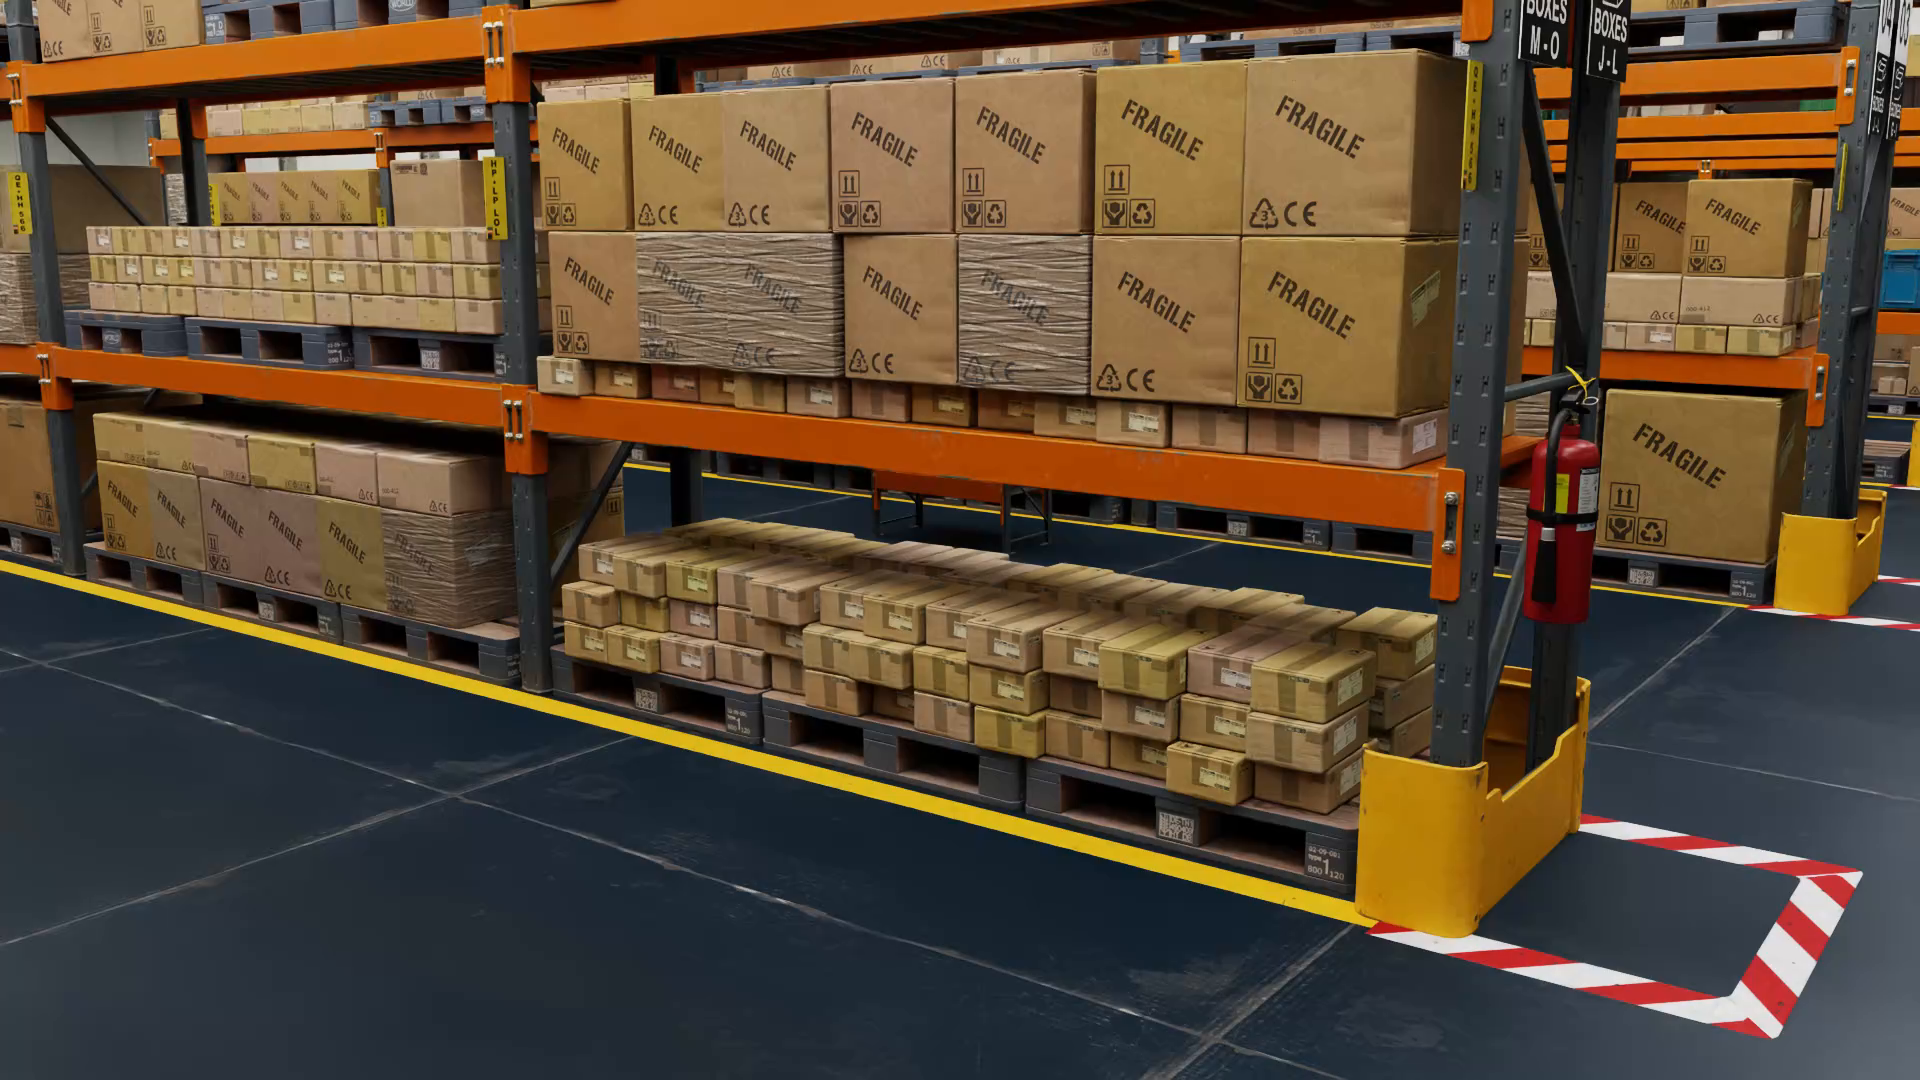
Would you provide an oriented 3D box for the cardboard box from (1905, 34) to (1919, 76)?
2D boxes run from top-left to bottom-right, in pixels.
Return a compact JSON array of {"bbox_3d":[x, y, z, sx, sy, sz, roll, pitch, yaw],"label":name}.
[{"bbox_3d":[9.790,-4.842,16.868,0.500,0.500,0.700,8,13,36],"label":"cardboard box"}]

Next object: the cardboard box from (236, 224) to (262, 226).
[{"bbox_3d":[-6.918,-3.016,17.176,0.500,0.500,0.875,8,13,36],"label":"cardboard box"}]

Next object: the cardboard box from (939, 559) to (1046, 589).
[{"bbox_3d":[0.129,0.191,6.478,0.250,0.149,0.380,8,14,36],"label":"cardboard box"}]

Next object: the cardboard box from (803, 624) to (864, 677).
[{"bbox_3d":[-0.375,0.387,6.251,0.250,0.149,0.380,8,13,35],"label":"cardboard box"}]

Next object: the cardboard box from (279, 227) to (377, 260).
[{"bbox_3d":[-3.031,-1.427,8.000,0.250,0.149,0.380,7,13,33],"label":"cardboard box"}]

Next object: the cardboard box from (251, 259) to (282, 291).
[{"bbox_3d":[-3.236,-1.310,8.175,0.250,0.149,0.380,9,14,38],"label":"cardboard box"}]

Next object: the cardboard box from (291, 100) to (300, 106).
[{"bbox_3d":[-6.222,-4.251,16.056,0.250,0.149,0.380,9,14,38],"label":"cardboard box"}]

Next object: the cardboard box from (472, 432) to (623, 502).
[{"bbox_3d":[-1.981,-0.361,8.000,0.500,0.250,0.500,7,13,33],"label":"cardboard box"}]

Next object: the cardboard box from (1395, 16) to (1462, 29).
[{"bbox_3d":[2.910,-3.195,9.618,0.500,0.500,0.700,9,14,38],"label":"cardboard box"}]

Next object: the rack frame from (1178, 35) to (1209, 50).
[{"bbox_3d":[3.823,-7.758,26.940,0.127,3.000,1.000,8,13,36],"label":"rack frame"}]

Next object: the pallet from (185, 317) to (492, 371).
[{"bbox_3d":[-3.146,-1.030,8.460,1.213,0.211,1.003,8,13,36],"label":"pallet"}]

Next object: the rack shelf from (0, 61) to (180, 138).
[{"bbox_3d":[-6.378,-2.685,10.506,4.000,0.370,1.077,8,13,36],"label":"rack shelf"}]

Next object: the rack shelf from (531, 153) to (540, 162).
[{"bbox_3d":[-3.653,-4.640,20.616,4.000,0.370,1.077,8,13,36],"label":"rack shelf"}]

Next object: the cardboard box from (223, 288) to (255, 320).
[{"bbox_3d":[-3.455,-1.193,8.355,0.250,0.149,0.380,8,14,36],"label":"cardboard box"}]

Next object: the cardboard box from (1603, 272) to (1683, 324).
[{"bbox_3d":[3.743,-1.332,9.130,0.500,0.250,0.500,8,13,35],"label":"cardboard box"}]

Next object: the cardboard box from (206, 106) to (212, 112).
[{"bbox_3d":[-7.506,-4.421,16.933,0.250,0.149,0.380,9,14,38],"label":"cardboard box"}]

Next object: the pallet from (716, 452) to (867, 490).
[{"bbox_3d":[-1.158,-0.619,13.173,1.213,0.211,1.003,8,13,36],"label":"pallet"}]

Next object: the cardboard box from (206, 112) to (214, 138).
[{"bbox_3d":[-7.542,-4.236,17.025,0.500,0.250,0.500,8,13,34],"label":"cardboard box"}]

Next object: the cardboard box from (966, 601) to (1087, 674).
[{"bbox_3d":[0.232,0.333,5.746,0.250,0.149,0.380,9,14,38],"label":"cardboard box"}]

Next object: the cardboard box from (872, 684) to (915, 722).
[{"bbox_3d":[-0.112,0.551,6.186,0.250,0.149,0.380,8,14,37],"label":"cardboard box"}]

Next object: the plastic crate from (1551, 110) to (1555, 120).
[{"bbox_3d":[5.330,-3.734,14.476,0.300,0.233,0.416,8,13,36],"label":"plastic crate"}]

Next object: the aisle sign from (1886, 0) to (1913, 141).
[{"bbox_3d":[4.935,-2.503,8.726,0.004,0.787,0.394,8,13,36],"label":"aisle sign"}]

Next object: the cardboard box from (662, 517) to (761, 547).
[{"bbox_3d":[-1.101,0.011,7.409,0.250,0.149,0.380,8,14,37],"label":"cardboard box"}]

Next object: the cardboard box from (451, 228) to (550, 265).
[{"bbox_3d":[-1.981,-1.281,7.242,0.250,0.149,0.380,9,14,38],"label":"cardboard box"}]

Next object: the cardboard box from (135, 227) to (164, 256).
[{"bbox_3d":[-4.095,-1.575,8.765,0.250,0.149,0.380,8,13,35],"label":"cardboard box"}]

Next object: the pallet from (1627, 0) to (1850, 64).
[{"bbox_3d":[4.095,-2.700,8.923,1.213,0.211,1.003,8,13,36],"label":"pallet"}]

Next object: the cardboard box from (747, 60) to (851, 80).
[{"bbox_3d":[-1.214,-3.760,12.794,0.637,0.503,0.797,9,14,39],"label":"cardboard box"}]

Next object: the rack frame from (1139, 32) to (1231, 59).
[{"bbox_3d":[1.476,-4.584,10.532,0.127,3.000,1.000,8,13,36],"label":"rack frame"}]

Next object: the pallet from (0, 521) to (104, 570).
[{"bbox_3d":[-5.357,-0.071,10.343,1.213,0.211,1.003,8,13,36],"label":"pallet"}]

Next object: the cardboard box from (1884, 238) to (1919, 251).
[{"bbox_3d":[9.624,-2.820,16.948,0.500,0.500,0.500,8,14,36],"label":"cardboard box"}]

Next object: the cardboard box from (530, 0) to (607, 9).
[{"bbox_3d":[-1.325,-2.197,6.487,0.500,0.250,0.500,9,14,38],"label":"cardboard box"}]

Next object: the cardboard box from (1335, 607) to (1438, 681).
[{"bbox_3d":[1.461,0.350,5.659,0.250,0.149,0.380,7,13,33],"label":"cardboard box"}]

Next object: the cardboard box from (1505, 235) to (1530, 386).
[{"bbox_3d":[1.484,-0.729,5.353,0.500,0.500,0.500,9,14,38],"label":"cardboard box"}]

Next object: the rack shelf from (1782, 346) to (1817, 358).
[{"bbox_3d":[3.088,-1.156,9.989,3.809,0.124,0.919,8,13,36],"label":"rack shelf"}]

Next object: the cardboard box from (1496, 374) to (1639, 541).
[{"bbox_3d":[3.403,-0.514,9.776,0.875,0.875,0.875,8,13,36],"label":"cardboard box"}]

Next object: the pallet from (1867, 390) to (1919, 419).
[{"bbox_3d":[9.862,-1.434,17.386,1.213,0.211,1.003,8,13,36],"label":"pallet"}]

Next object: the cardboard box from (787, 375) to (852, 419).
[{"bbox_3d":[-0.417,-0.545,6.109,0.250,0.149,0.380,9,14,38],"label":"cardboard box"}]

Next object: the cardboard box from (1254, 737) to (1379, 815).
[{"bbox_3d":[1.135,0.725,5.283,0.250,0.149,0.380,8,14,36],"label":"cardboard box"}]

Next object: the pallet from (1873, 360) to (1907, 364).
[{"bbox_3d":[11.825,-2.310,21.913,1.213,0.211,1.003,8,13,36],"label":"pallet"}]

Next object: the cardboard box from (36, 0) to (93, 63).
[{"bbox_3d":[-4.463,-2.757,8.723,0.500,0.500,0.500,8,13,36],"label":"cardboard box"}]

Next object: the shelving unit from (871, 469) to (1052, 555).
[{"bbox_3d":[0.005,-0.552,10.419,1.048,1.125,0.538,8,13,36],"label":"shelving unit"}]

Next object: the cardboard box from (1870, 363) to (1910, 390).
[{"bbox_3d":[9.893,-1.732,17.664,0.500,0.250,0.500,8,13,36],"label":"cardboard box"}]

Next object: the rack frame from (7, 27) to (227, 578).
[{"bbox_3d":[-4.766,-1.340,9.560,0.127,3.000,1.000,8,13,36],"label":"rack frame"}]

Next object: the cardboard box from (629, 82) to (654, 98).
[{"bbox_3d":[-2.277,-3.503,13.238,0.500,0.250,0.500,8,14,36],"label":"cardboard box"}]

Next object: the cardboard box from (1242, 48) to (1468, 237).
[{"bbox_3d":[1.166,-1.140,4.847,0.500,0.500,0.500,8,13,34],"label":"cardboard box"}]

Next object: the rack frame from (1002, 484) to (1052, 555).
[{"bbox_3d":[0.415,-0.494,10.124,0.032,1.125,0.500,8,13,36],"label":"rack frame"}]

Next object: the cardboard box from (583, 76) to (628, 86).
[{"bbox_3d":[-2.701,-3.927,13.453,0.500,0.500,0.500,8,13,35],"label":"cardboard box"}]

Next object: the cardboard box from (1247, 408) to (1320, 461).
[{"bbox_3d":[1.074,-0.345,5.075,0.250,0.149,0.380,8,13,35],"label":"cardboard box"}]

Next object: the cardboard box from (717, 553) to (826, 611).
[{"bbox_3d":[-0.743,0.168,6.597,0.250,0.149,0.380,8,13,34],"label":"cardboard box"}]

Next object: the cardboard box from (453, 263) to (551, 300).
[{"bbox_3d":[-1.979,-1.134,7.266,0.250,0.149,0.380,8,14,37],"label":"cardboard box"}]

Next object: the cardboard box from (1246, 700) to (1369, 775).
[{"bbox_3d":[1.088,0.591,5.194,0.250,0.149,0.380,8,13,34],"label":"cardboard box"}]

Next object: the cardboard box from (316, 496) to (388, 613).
[{"bbox_3d":[-2.701,0.028,7.962,0.500,0.500,0.500,8,13,34],"label":"cardboard box"}]

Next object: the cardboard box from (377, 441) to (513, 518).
[{"bbox_3d":[-2.292,-0.283,7.594,0.500,0.250,0.500,8,13,34],"label":"cardboard box"}]

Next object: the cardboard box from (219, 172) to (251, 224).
[{"bbox_3d":[-7.112,-3.457,16.822,0.500,0.500,0.500,8,13,36],"label":"cardboard box"}]

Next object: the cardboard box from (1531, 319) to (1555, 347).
[{"bbox_3d":[3.394,-1.170,9.340,0.250,0.149,0.380,8,13,34],"label":"cardboard box"}]
